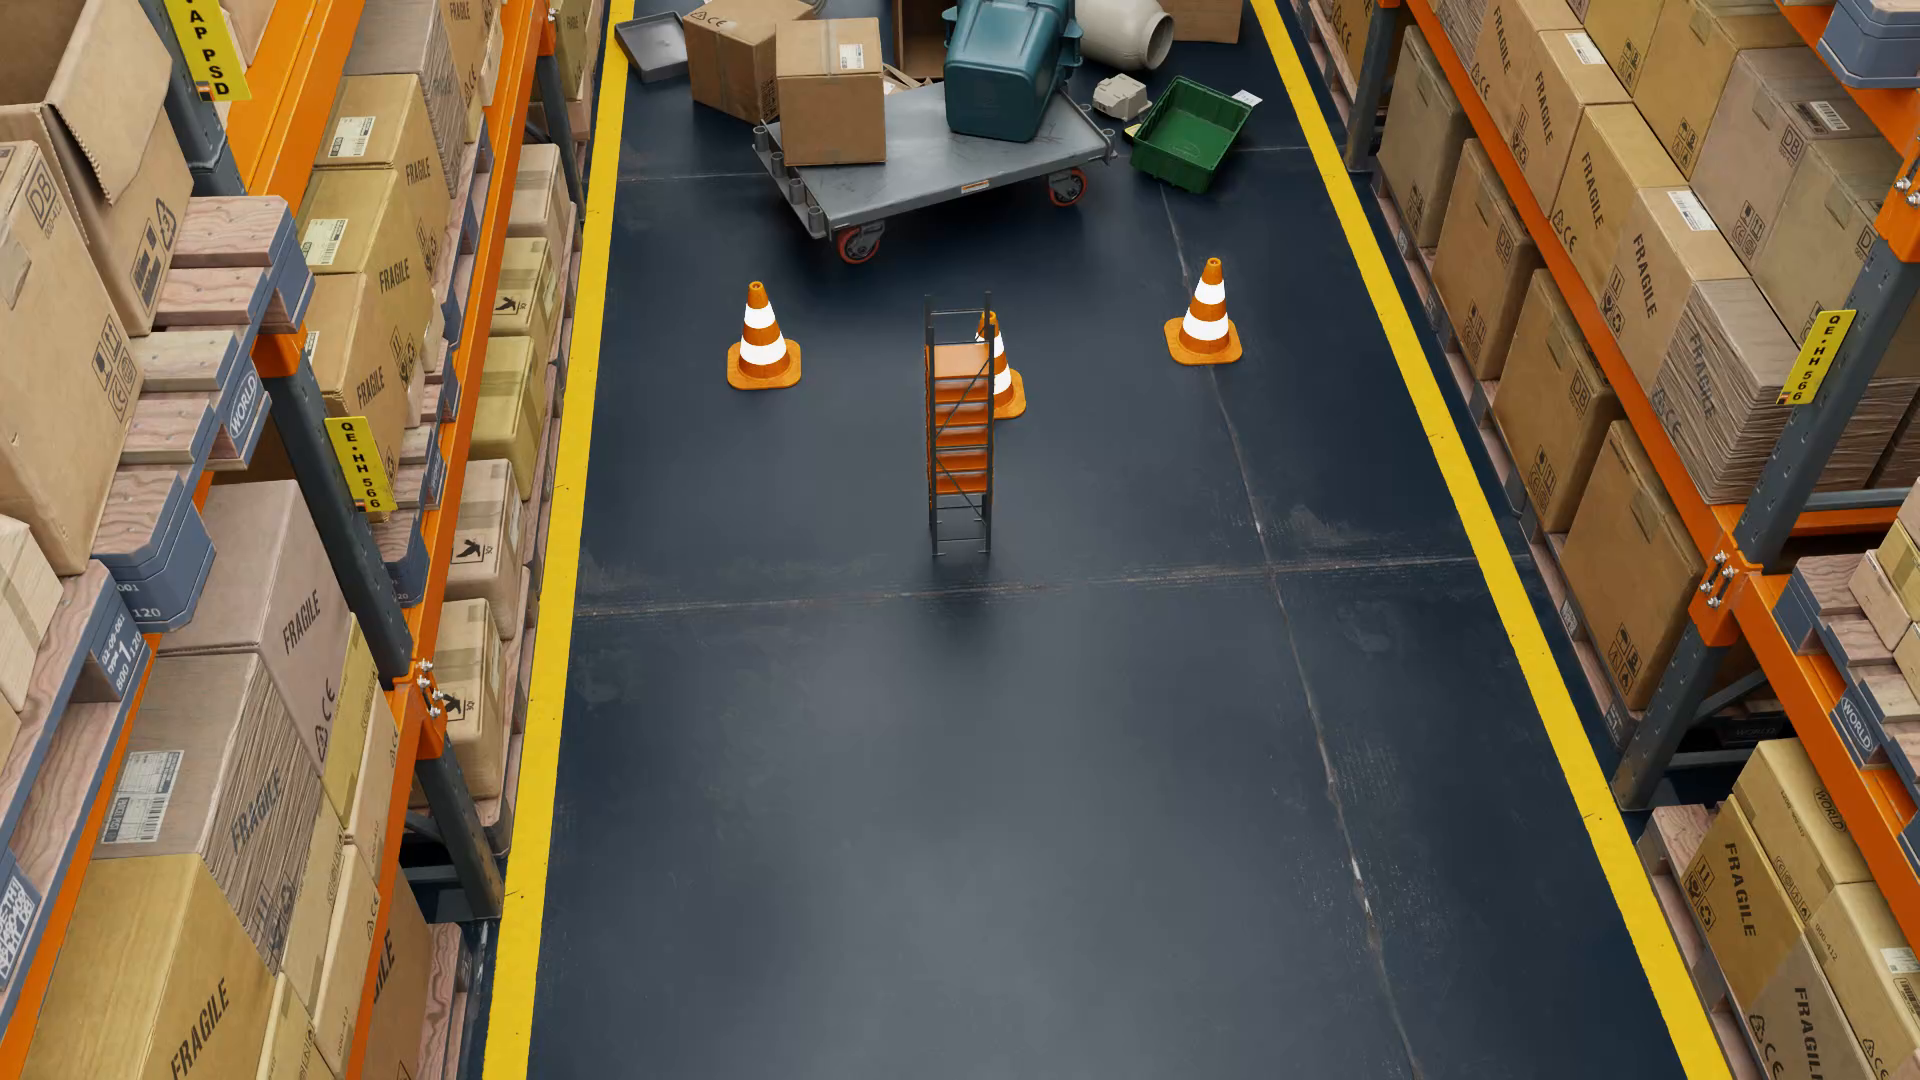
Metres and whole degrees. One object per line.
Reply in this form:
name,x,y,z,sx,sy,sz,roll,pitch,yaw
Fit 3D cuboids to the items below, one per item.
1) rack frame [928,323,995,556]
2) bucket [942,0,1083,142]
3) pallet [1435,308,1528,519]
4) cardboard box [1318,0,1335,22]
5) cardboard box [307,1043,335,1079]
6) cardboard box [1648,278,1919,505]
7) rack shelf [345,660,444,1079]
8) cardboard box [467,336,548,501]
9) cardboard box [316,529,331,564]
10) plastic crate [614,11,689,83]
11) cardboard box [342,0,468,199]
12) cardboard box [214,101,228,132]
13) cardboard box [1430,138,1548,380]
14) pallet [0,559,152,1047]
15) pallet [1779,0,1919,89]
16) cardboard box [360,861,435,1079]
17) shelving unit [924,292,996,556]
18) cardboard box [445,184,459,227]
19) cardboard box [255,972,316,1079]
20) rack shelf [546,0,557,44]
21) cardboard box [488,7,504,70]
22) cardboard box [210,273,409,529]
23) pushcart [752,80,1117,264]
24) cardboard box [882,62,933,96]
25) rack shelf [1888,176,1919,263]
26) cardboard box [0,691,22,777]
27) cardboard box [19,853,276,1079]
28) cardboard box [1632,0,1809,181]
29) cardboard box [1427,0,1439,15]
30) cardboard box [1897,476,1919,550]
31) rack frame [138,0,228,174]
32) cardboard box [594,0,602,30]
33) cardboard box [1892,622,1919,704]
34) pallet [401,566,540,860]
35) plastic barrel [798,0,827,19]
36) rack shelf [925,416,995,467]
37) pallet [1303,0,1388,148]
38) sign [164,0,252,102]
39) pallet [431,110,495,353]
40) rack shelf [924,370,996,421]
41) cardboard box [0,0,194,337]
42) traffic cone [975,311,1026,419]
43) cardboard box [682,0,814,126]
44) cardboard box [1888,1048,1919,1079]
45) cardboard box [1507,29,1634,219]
rack frame,0.006,-0.357,6.398,0.240,1.200,0.006,-3,47,-3
bucket,0.217,-2.377,8.279,0.726,0.611,0.620,11,58,10
pallet,2.771,-0.624,7.332,1.003,0.211,1.213,-3,47,-3
cardboard box,2.464,-3.546,9.353,0.875,0.875,0.875,-3,47,-3
cardboard box,-1.678,1.382,3.615,0.500,0.250,0.500,-4,47,-4
cardboard box,2.555,-0.471,5.198,0.500,0.500,0.500,-3,47,-3
rack shelf,-1.896,1.941,3.478,1.077,0.370,4.000,-3,47,-3
cardboard box,-2.229,-0.486,6.801,0.950,0.372,0.625,-2,47,-2
cardboard box,-1.906,-0.058,4.759,0.380,0.149,0.250,-6,47,-6
plastic crate,-1.713,-2.829,9.511,0.402,0.080,0.583,-19,49,-17
cardboard box,-2.007,-1.497,5.675,0.500,0.500,0.500,-5,47,-5
cardboard box,-1.921,-0.937,3.815,0.380,0.149,0.250,-3,47,-3
cardboard box,2.744,-1.250,7.265,1.050,0.750,0.750,-3,47,-3
pallet,-1.860,0.552,2.362,1.003,0.211,1.213,-2,47,-1
pallet,2.754,-1.556,4.359,1.213,0.211,1.003,-2,47,-1
cardboard box,-2.089,1.338,4.728,0.875,0.875,0.875,-4,47,-4
shelving unit,-0.001,-0.423,6.461,0.258,1.200,0.189,-3,47,-3
cardboard box,-1.993,-1.230,5.869,0.380,0.149,0.250,-2,47,-2
cardboard box,-1.660,1.201,3.442,0.500,0.250,0.500,-5,47,-4
rack shelf,-2.566,-3.847,8.959,1.077,0.370,4.000,-3,47,-3
cardboard box,-2.019,-1.974,6.574,0.380,0.149,0.250,-4,47,-4
cardboard box,-1.871,-0.374,4.612,0.500,0.500,0.500,-5,47,-4
pushcart,-0.131,-1.920,8.445,1.648,0.377,0.936,-19,49,-17
cardboard box,-0.328,-2.427,9.002,0.258,0.266,0.396,-36,56,-29
rack shelf,3.028,0.536,2.743,1.077,0.370,4.000,-3,47,-3
cardboard box,-1.627,0.294,2.118,0.500,0.500,0.500,-3,47,-3
cardboard box,-1.674,0.957,3.157,0.500,0.500,0.500,-3,47,-3
cardboard box,2.744,-1.568,5.548,0.700,0.500,0.500,-4,47,-4
cardboard box,2.302,-2.659,7.270,0.500,0.500,0.500,-3,47,-3
cardboard box,2.707,-0.041,4.333,0.380,0.149,0.250,-3,47,-3
rack frame,-2.064,-1.816,2.409,1.000,3.000,0.127,-3,47,-3
cardboard box,-2.282,-3.059,9.322,0.500,0.250,0.500,-4,47,-4
cardboard box,2.719,0.345,4.378,0.380,0.149,0.250,-1,47,-1
pallet,-2.128,0.640,6.135,1.003,0.211,1.213,-3,47,-3
plastic barrel,-1.052,-3.253,9.676,0.512,0.421,0.421,27,52,23
rack shelf,-0.001,-0.392,6.493,0.258,0.103,0.180,-3,47,-3
pallet,2.540,-2.617,9.220,1.003,0.211,1.213,-3,47,-3
sign,-1.510,-1.018,3.308,0.100,0.325,0.005,-3,47,-3
pallet,-2.270,-1.117,6.011,1.003,0.211,1.213,-3,47,-3
rack shelf,-0.001,-0.558,6.319,0.258,0.103,0.180,-3,47,-3
cardboard box,-1.882,-0.701,3.058,0.797,0.503,0.637,-6,47,-6
traffic cone,0.121,-0.814,7.339,0.336,0.463,0.334,-3,47,-3
cardboard box,-1.132,-2.647,9.047,0.500,0.500,0.500,27,52,23
cardboard box,2.748,1.569,4.250,0.500,0.250,0.500,-3,47,-3
cardboard box,2.426,-1.564,6.233,0.500,0.500,0.500,-3,47,-3
